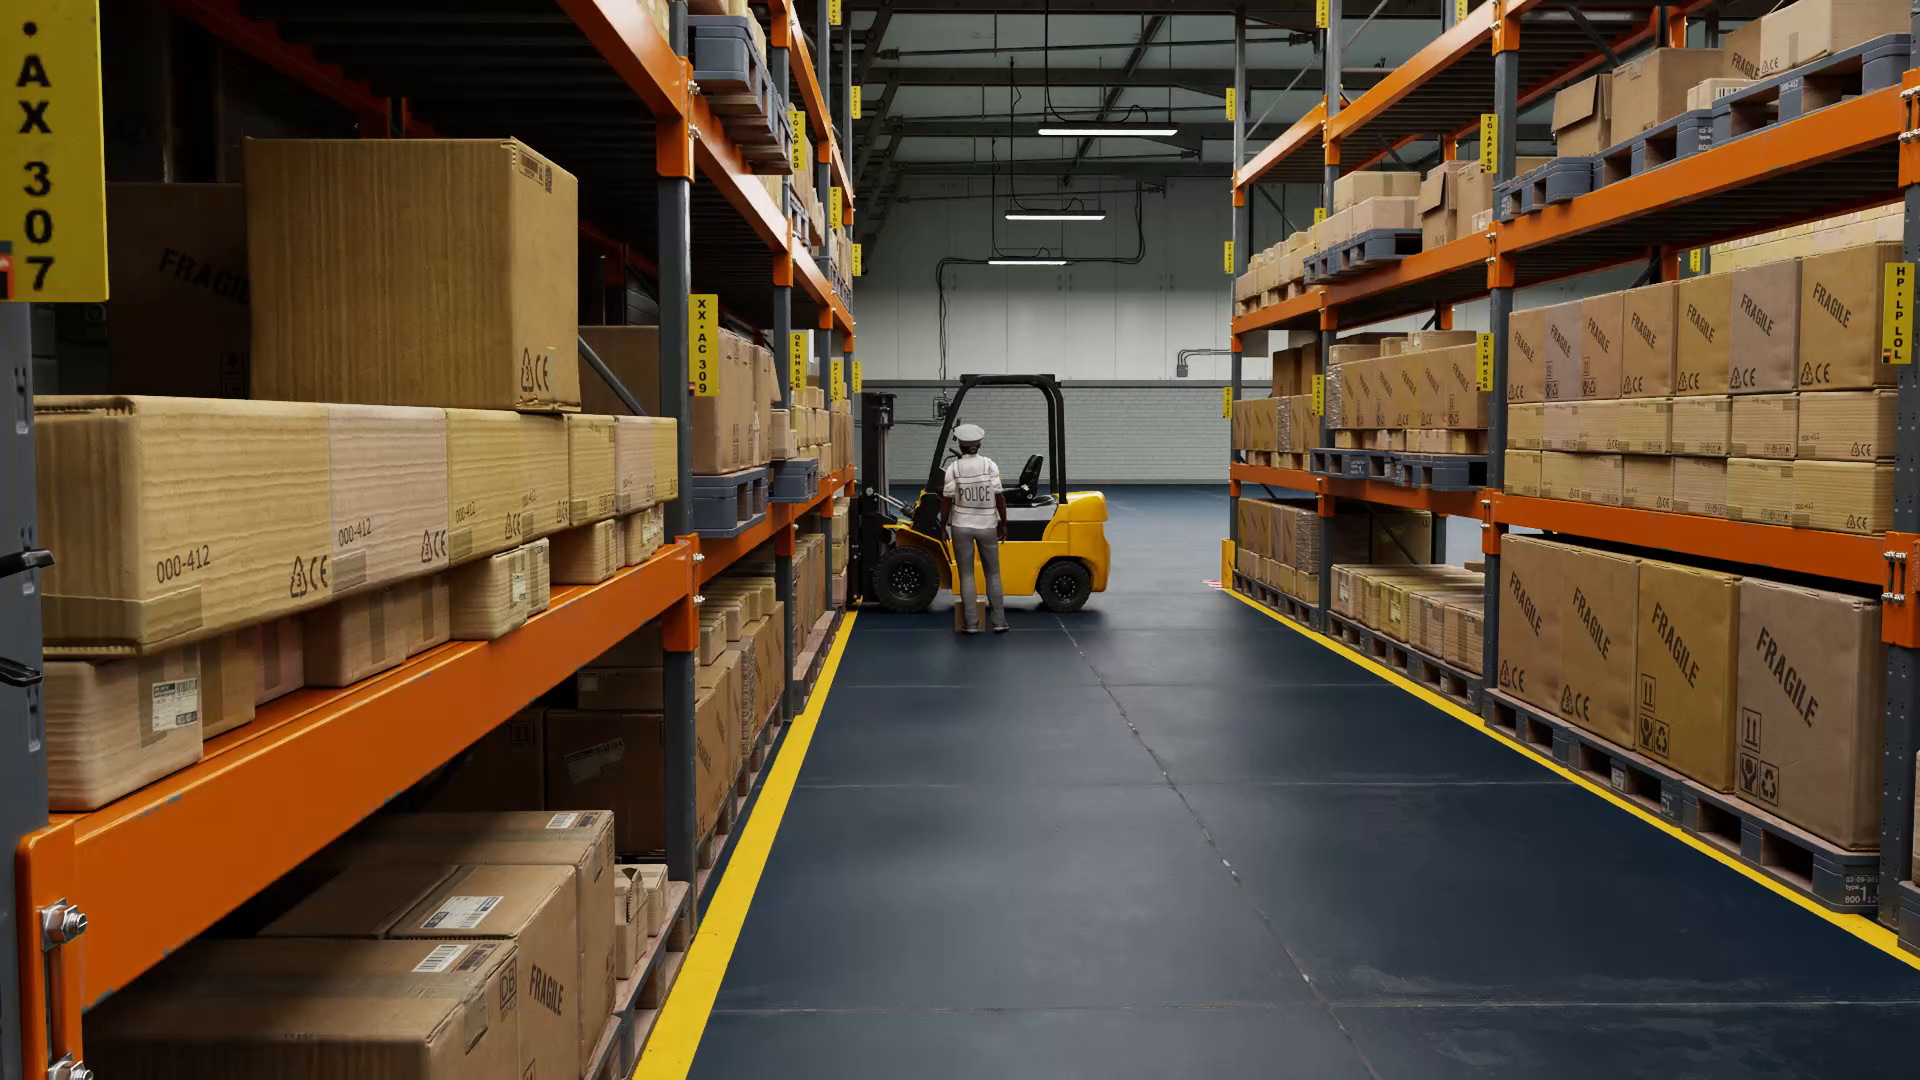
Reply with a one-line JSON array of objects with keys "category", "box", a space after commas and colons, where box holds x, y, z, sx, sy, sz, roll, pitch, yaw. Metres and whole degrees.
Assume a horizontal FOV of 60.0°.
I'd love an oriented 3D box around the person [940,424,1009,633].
[{"category": "person", "box": [0.125, -0.094, 13.497, 0.570, 1.695, 0.529, 0, 4, -1]}]
